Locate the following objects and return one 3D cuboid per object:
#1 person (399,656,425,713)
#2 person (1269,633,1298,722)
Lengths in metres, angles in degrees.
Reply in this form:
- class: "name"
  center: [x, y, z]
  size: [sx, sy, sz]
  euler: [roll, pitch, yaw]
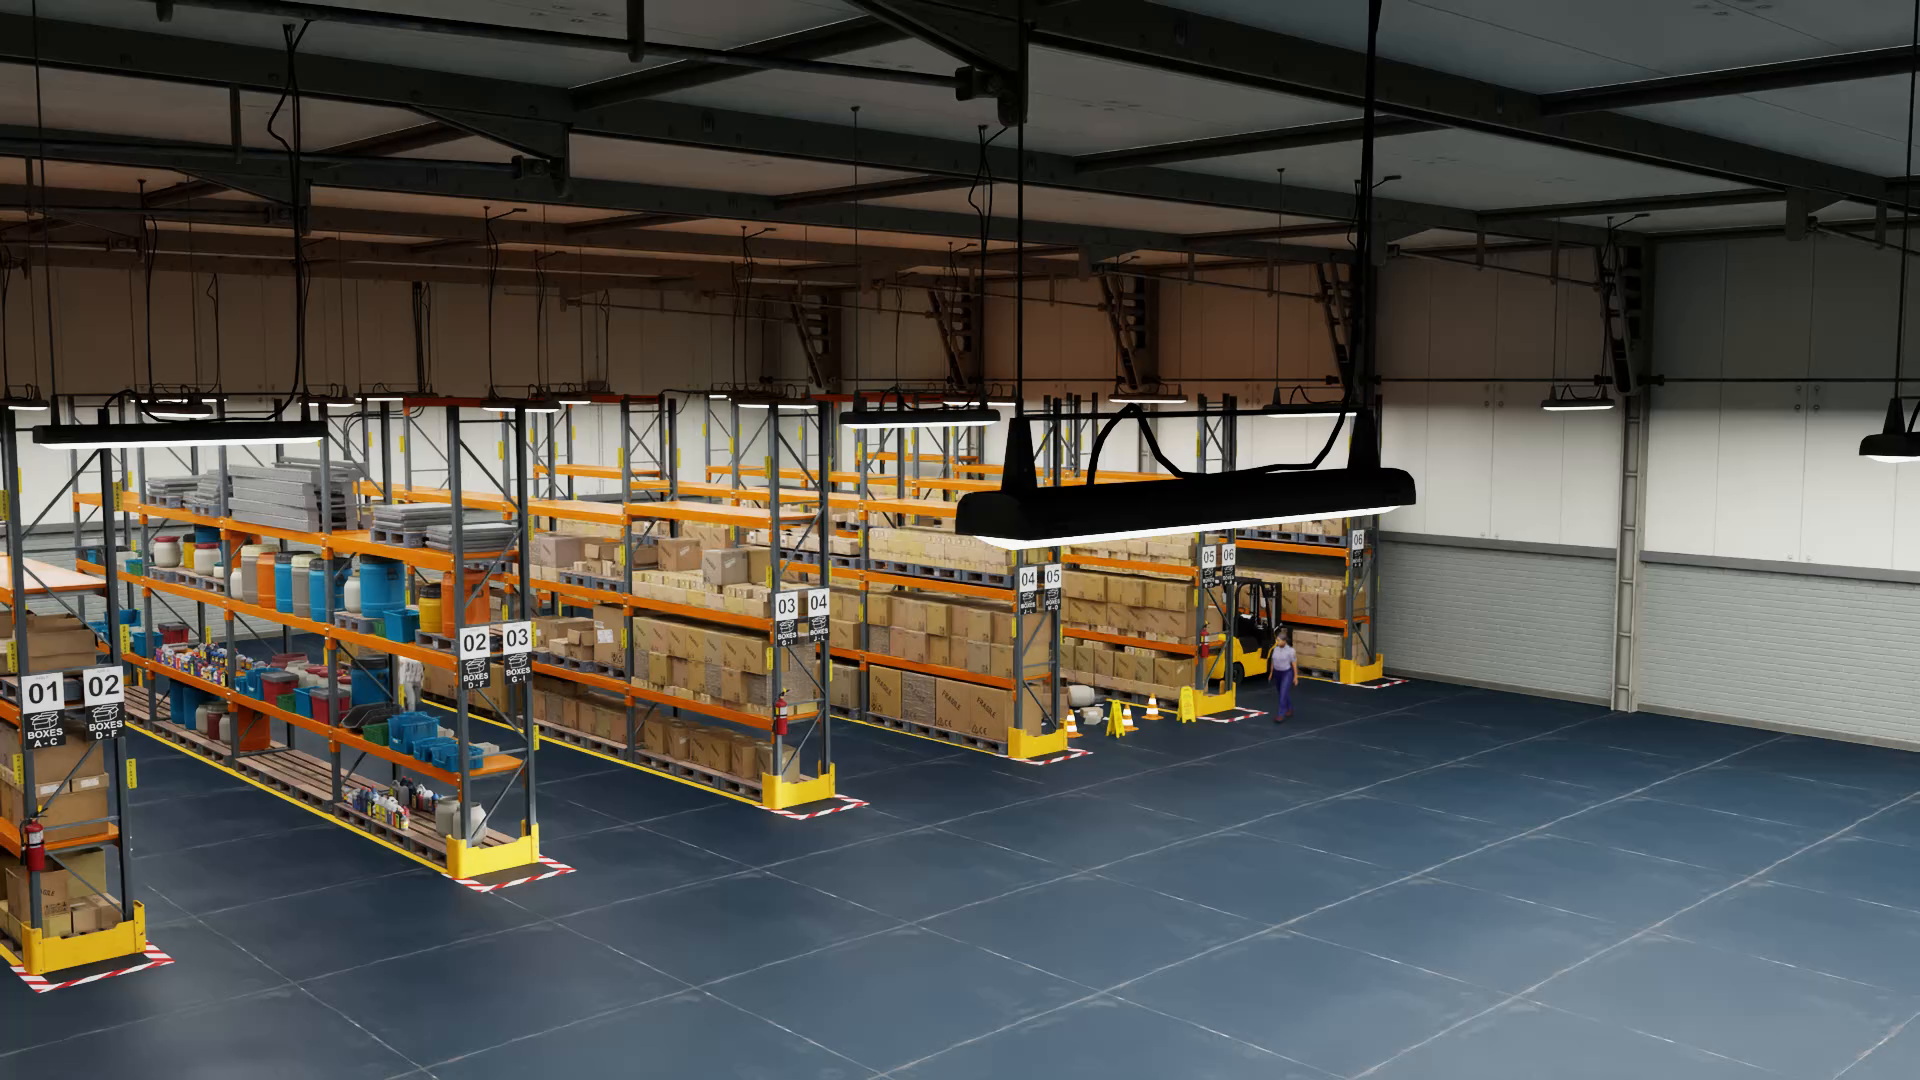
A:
- class: "person"
  center: [-10.042, 2.568, 30.364]
  size: [0.853, 1.632, 0.455]
  euler: [5, 8, 45]
- class: "person"
  center: [6.032, 2.534, 31.020]
  size: [0.852, 1.614, 0.516]
  euler: [-5, 7, -39]
